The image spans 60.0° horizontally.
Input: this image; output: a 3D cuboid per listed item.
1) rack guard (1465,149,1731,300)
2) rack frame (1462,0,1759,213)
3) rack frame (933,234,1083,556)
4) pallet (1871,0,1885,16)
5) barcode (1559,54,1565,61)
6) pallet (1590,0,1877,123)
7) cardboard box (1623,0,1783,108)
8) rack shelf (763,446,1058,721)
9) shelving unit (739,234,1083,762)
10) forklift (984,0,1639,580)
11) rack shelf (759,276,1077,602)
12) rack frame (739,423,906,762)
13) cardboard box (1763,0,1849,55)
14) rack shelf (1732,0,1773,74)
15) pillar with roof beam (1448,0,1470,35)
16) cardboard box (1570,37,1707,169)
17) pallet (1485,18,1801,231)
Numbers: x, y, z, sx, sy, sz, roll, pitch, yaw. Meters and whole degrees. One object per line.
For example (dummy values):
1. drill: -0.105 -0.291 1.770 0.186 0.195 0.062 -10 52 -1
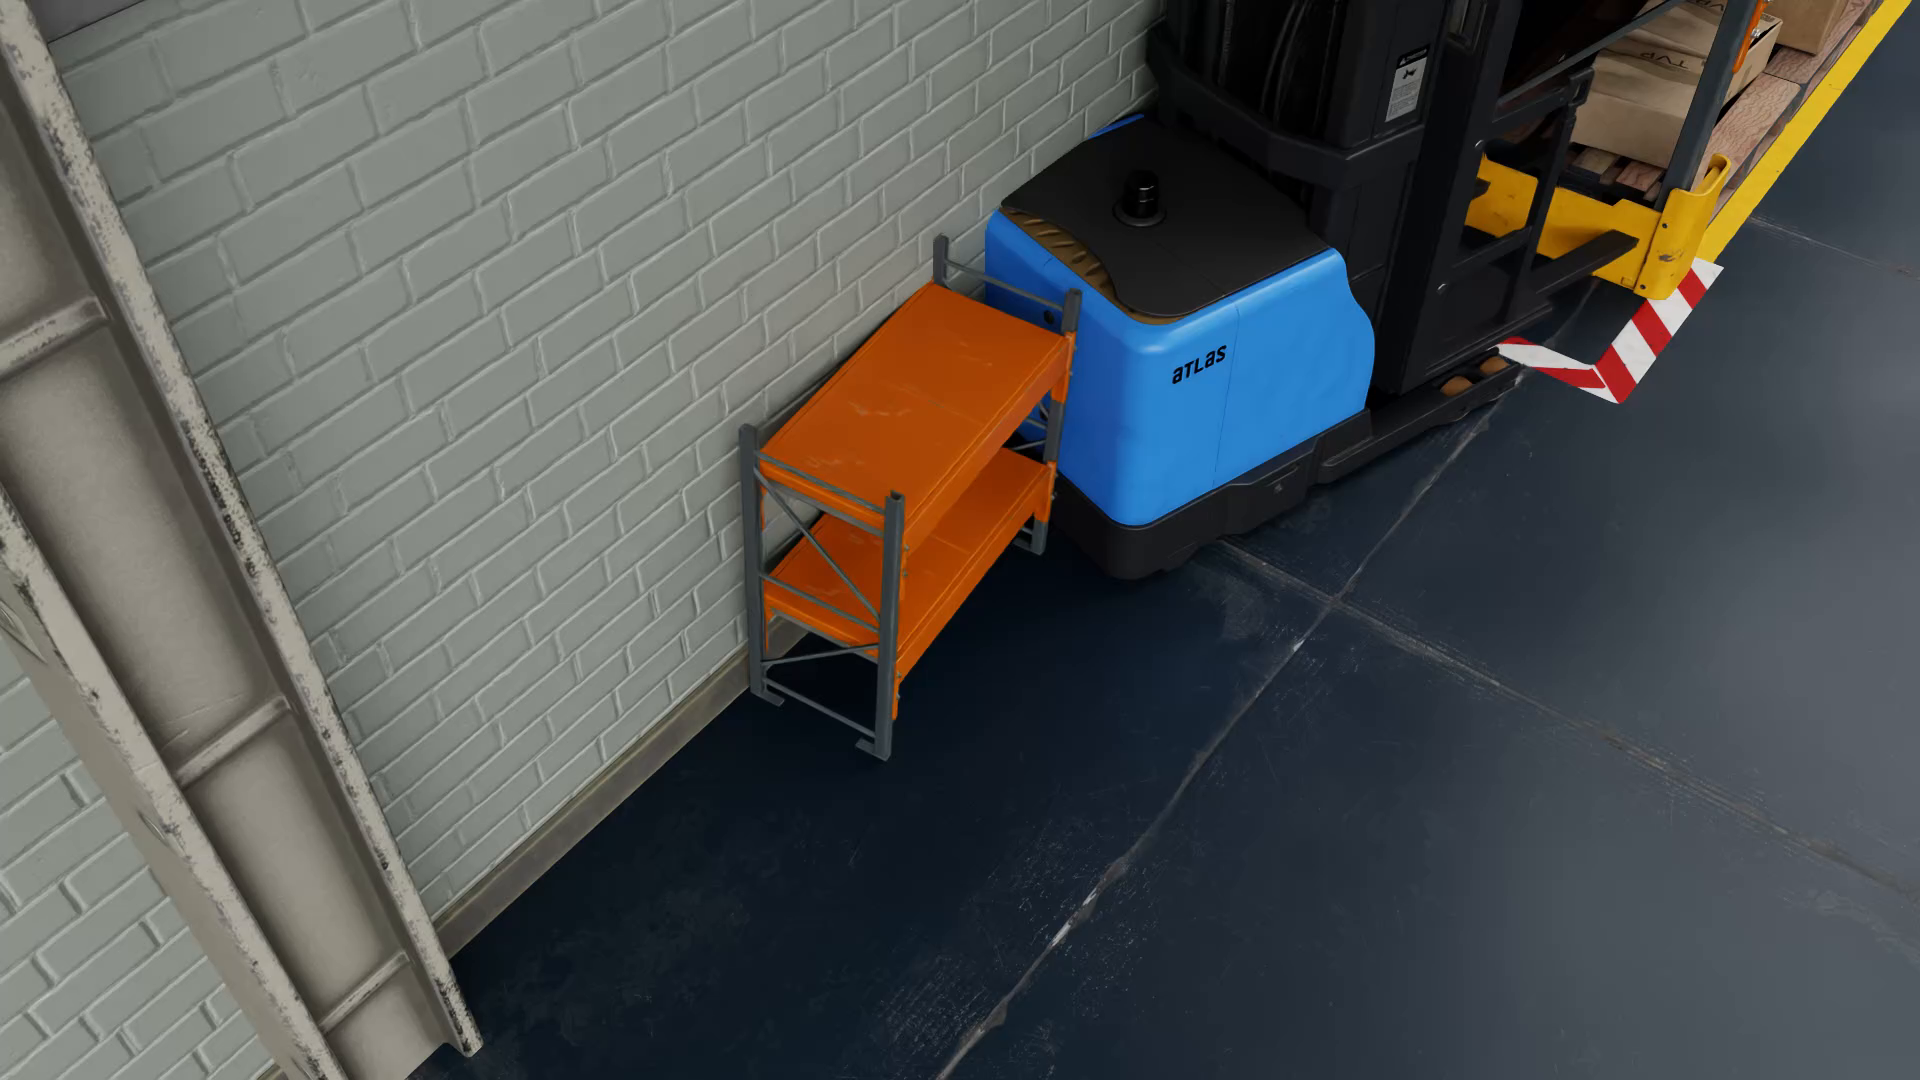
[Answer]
1. rack guard: 2.455 -1.472 6.811 1.175 0.500 0.348 29 53 25
2. rack frame: 2.409 -2.292 5.865 1.000 3.000 0.127 29 53 25
3. rack frame: 0.104 -0.438 5.378 0.500 1.125 0.032 25 49 17
4. pallet: 4.471 -3.218 8.678 1.003 0.211 1.213 29 53 25
5. barcode: 2.597 -2.062 7.194 0.001 0.075 0.075 29 53 25
6. pallet: 3.726 -2.517 8.008 1.003 0.211 1.213 29 53 25
7. cardboard box: 3.251 -2.198 7.330 0.500 0.311 0.500 34 55 28
8. rack shelf: -0.163 0.039 5.240 0.538 0.278 1.000 25 49 17
9. shelving unit: -0.148 -0.128 5.063 0.538 1.125 1.048 25 49 17
10. forklift: 1.474 -1.740 5.386 3.031 2.935 1.130 -27 52 -23
11. rack shelf: -0.129 -0.329 4.851 0.538 0.278 1.000 25 49 17
12. rack frame: -0.399 0.181 4.748 0.500 1.125 0.032 25 49 17
13. cardboard box: 3.739 -2.661 7.642 0.700 0.500 0.500 26 52 23
14. rack shelf: 3.631 -3.188 7.218 1.077 0.370 4.000 29 53 25
15. pillar with roof beam: 5.559 -3.244 2.626 9.100 9.000 0.400 29 53 25
16. cardboard box: 2.903 -1.871 7.018 0.500 0.311 0.500 24 51 21
17. pallet: 2.980 -1.822 7.344 1.003 0.211 1.213 29 53 25
